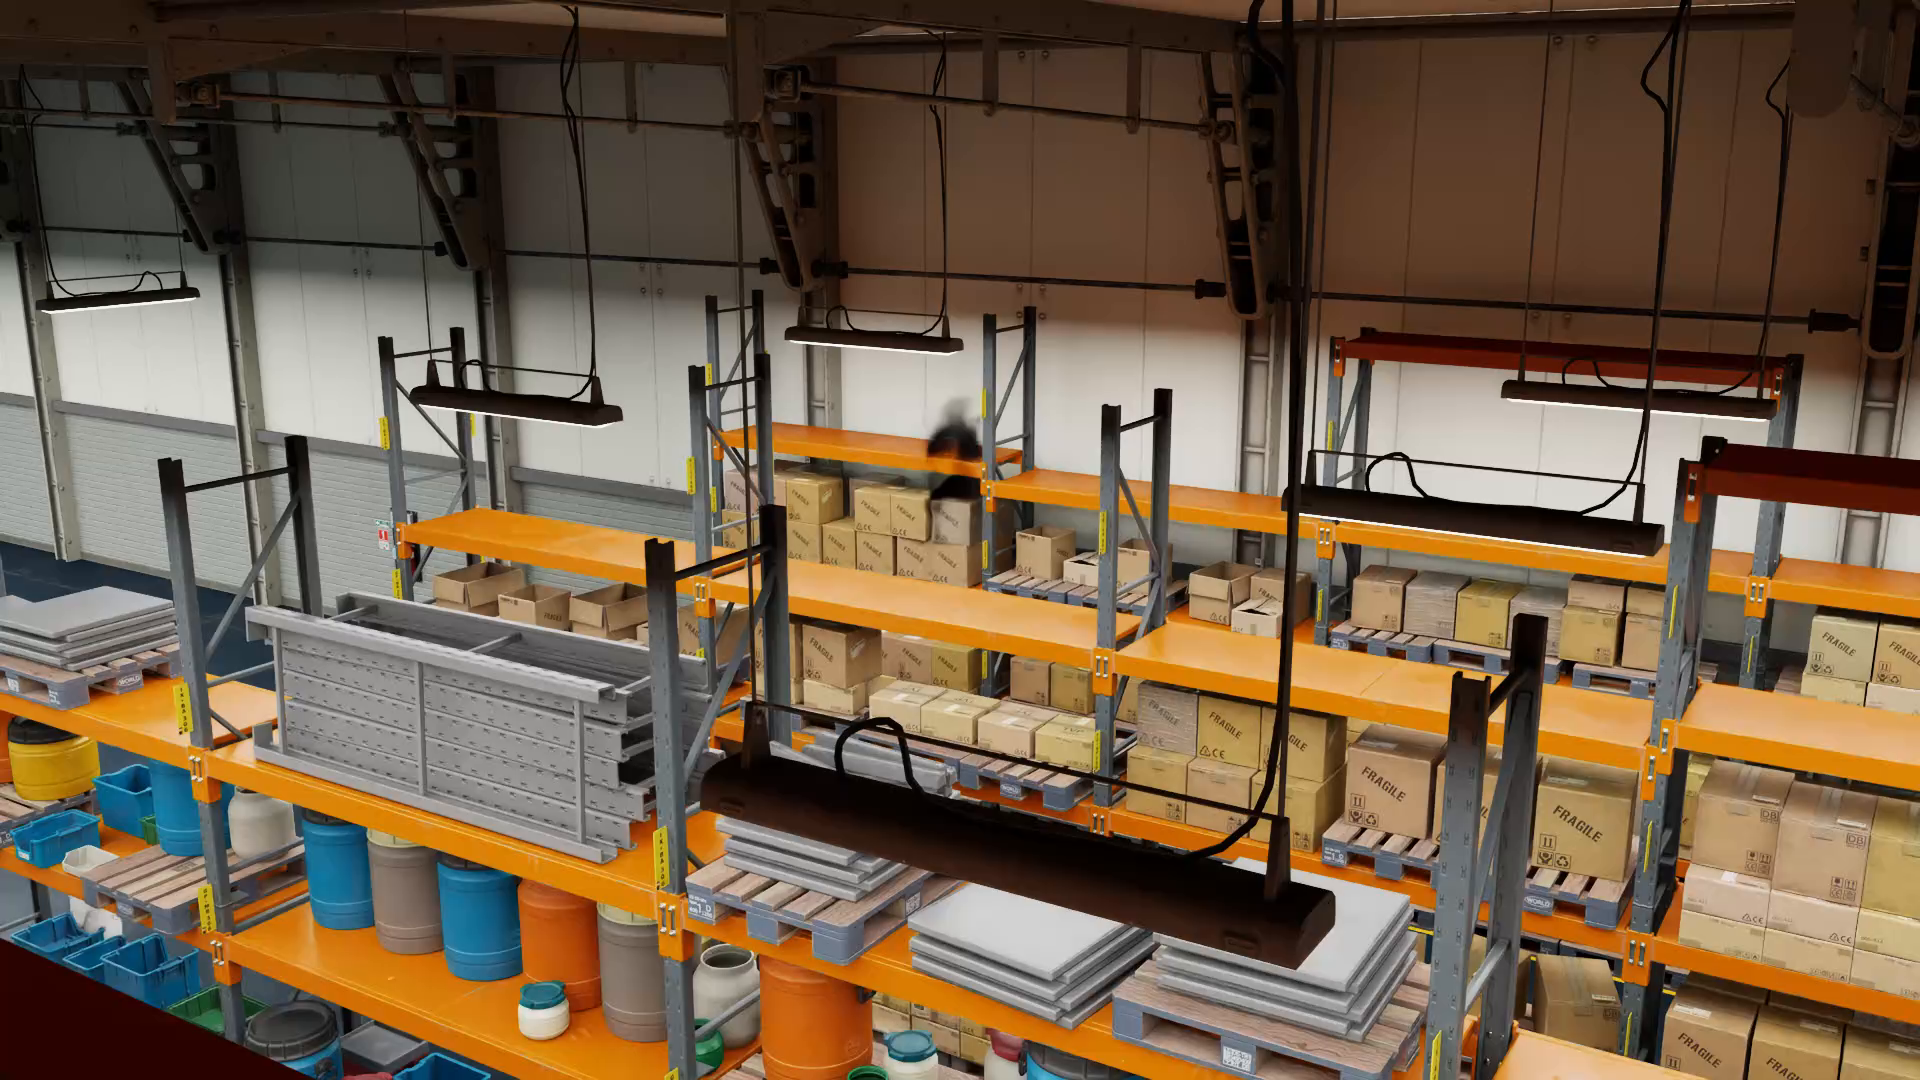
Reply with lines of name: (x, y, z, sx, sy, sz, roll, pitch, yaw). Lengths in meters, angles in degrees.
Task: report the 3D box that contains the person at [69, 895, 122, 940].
person: (-7.769, 3.601, 15.089, 0.860, 1.768, 0.741, 1, 14, 3)
